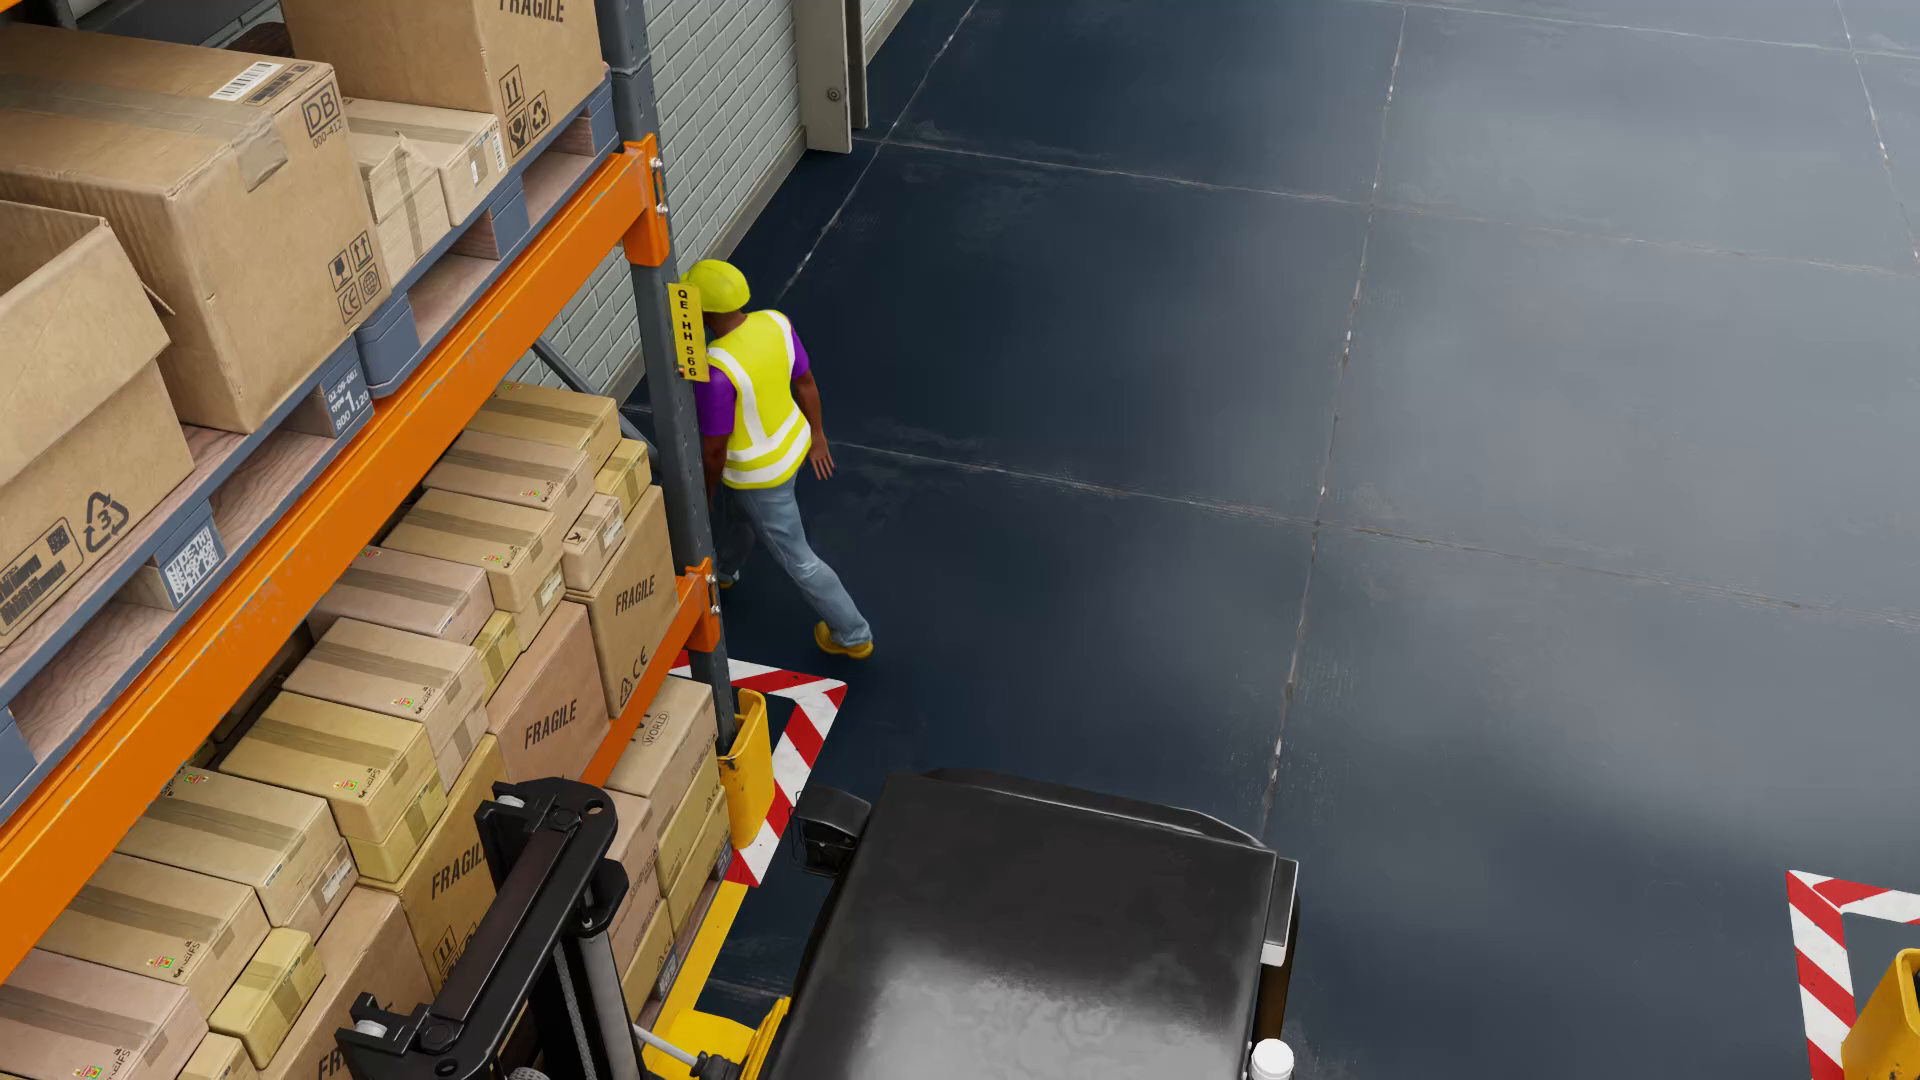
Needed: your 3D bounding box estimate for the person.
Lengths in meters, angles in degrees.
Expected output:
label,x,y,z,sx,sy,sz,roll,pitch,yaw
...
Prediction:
label,x,y,z,sx,sy,sz,roll,pitch,yaw
person,-0.807,-0.325,6.525,1.057,1.708,0.569,13,42,15
